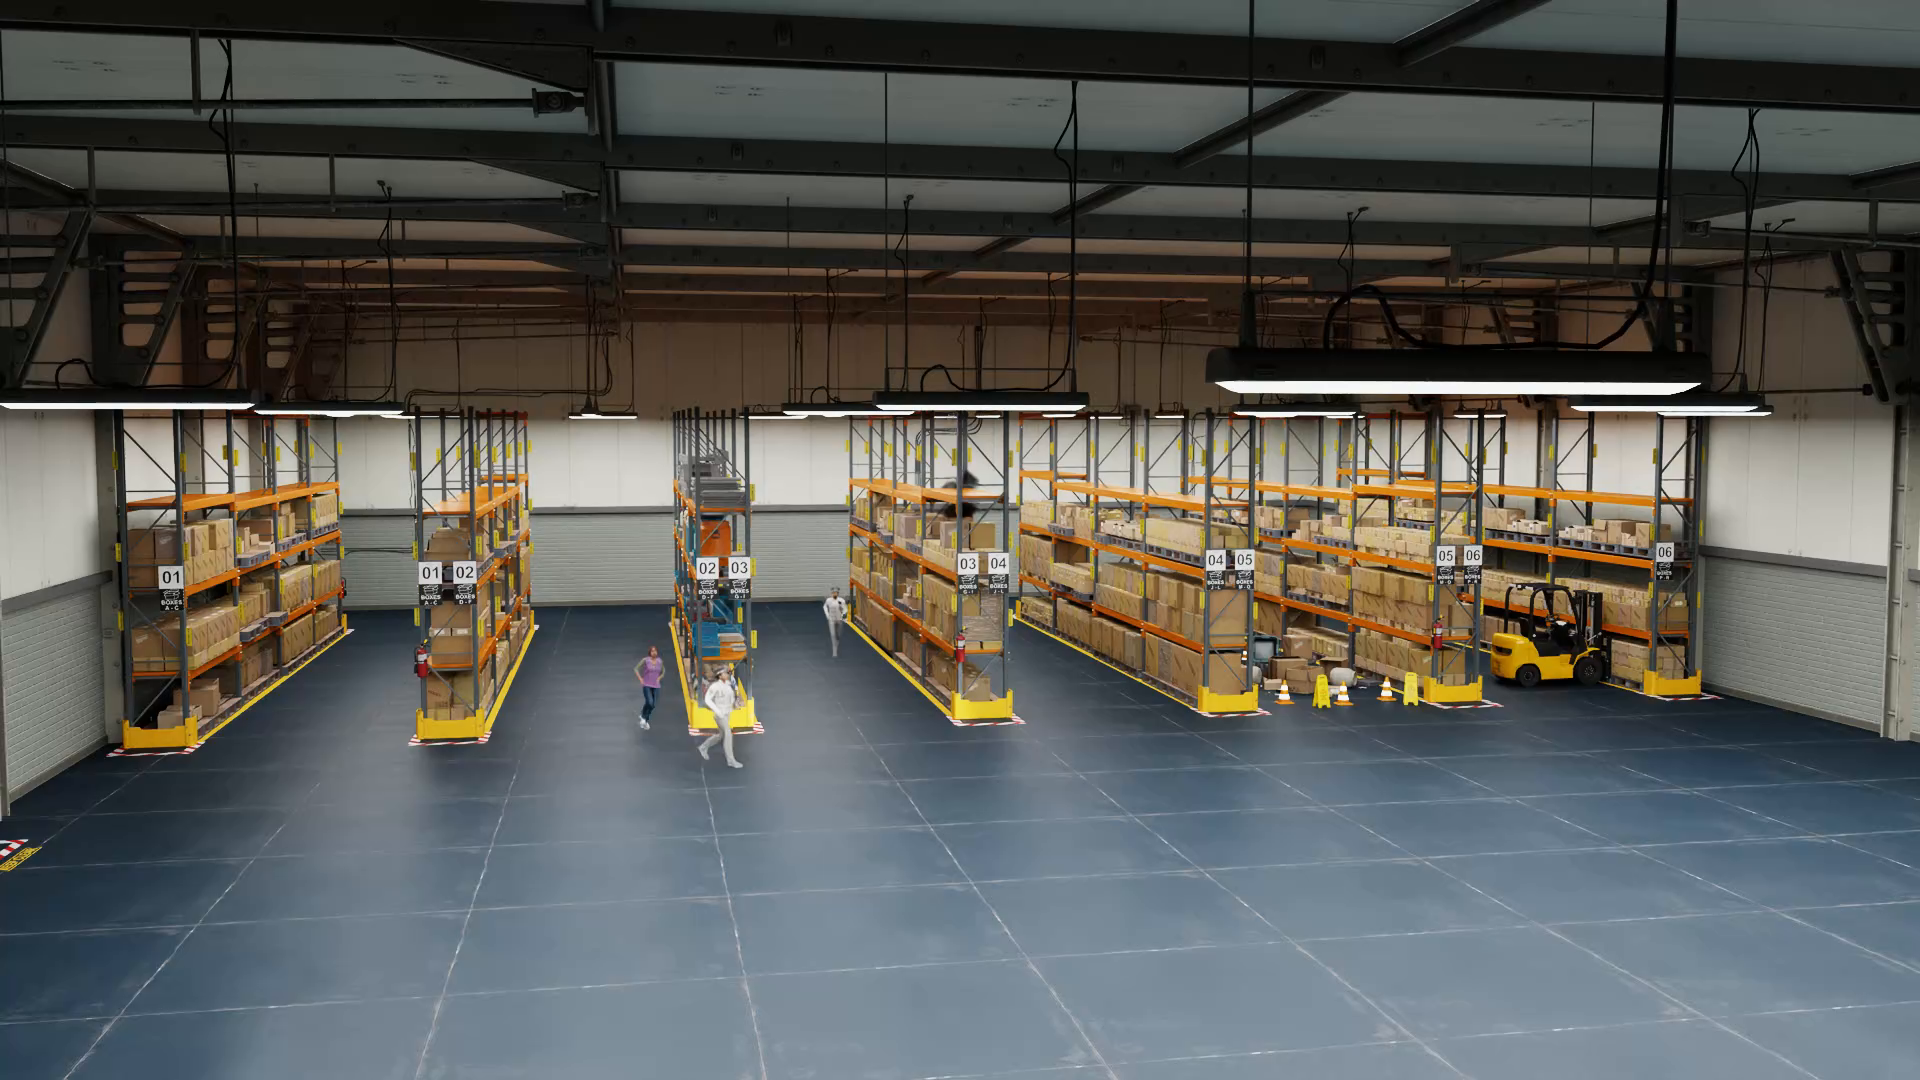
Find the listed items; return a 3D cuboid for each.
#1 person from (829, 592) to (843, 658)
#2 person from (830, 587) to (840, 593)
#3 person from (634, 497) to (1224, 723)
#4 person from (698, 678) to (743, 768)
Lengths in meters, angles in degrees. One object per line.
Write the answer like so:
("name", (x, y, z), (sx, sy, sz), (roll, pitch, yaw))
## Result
("person", (-3.060, 2.011, 40.923), (0.354, 1.653, 1.094), (-1, 4, -10))
("person", (1.584, 1.630, 45.919), (10.393, 1.700, 9.548), (0, 4, -5))
("person", (0.785, 1.101, 39.296), (20.177, 3.451, 9.057), (-2, 5, -29))
("person", (-4.283, 2.851, 29.925), (3.152, 1.443, 4.807), (2, 4, 21))
